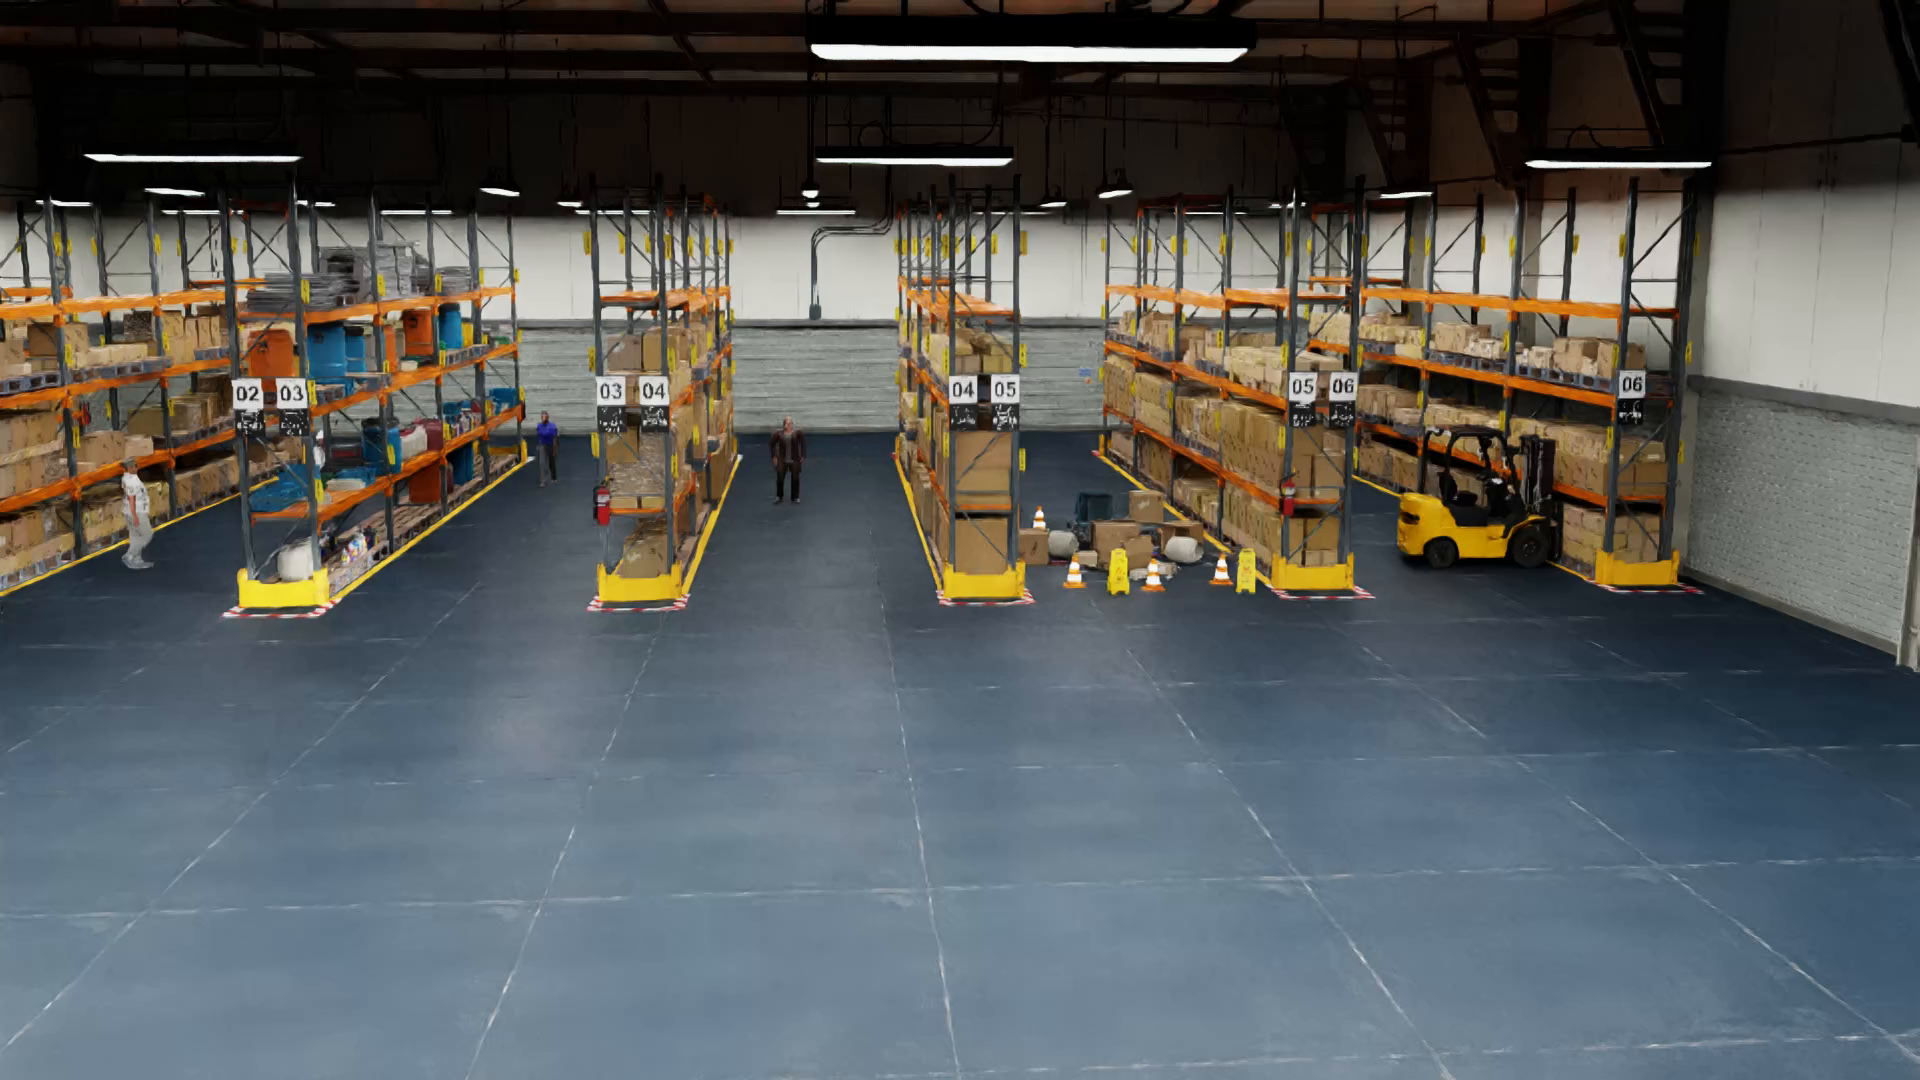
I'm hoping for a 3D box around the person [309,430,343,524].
[{"bbox_3d":[-11.568,-1.175,30.377,0.544,1.698,1.105,-1,10,-6],"label":"person"}]

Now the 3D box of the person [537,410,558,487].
[{"bbox_3d":[-8.681,-1.936,35.030,0.463,1.596,0.989,-1,10,-6],"label":"person"}]

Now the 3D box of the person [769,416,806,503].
[{"bbox_3d":[-3.379,-1.580,32.690,0.729,1.733,0.546,-1,10,-6],"label":"person"}]

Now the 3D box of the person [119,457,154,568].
[{"bbox_3d":[-12.911,-0.413,25.990,0.467,1.755,0.578,-6,12,-31],"label":"person"}]
